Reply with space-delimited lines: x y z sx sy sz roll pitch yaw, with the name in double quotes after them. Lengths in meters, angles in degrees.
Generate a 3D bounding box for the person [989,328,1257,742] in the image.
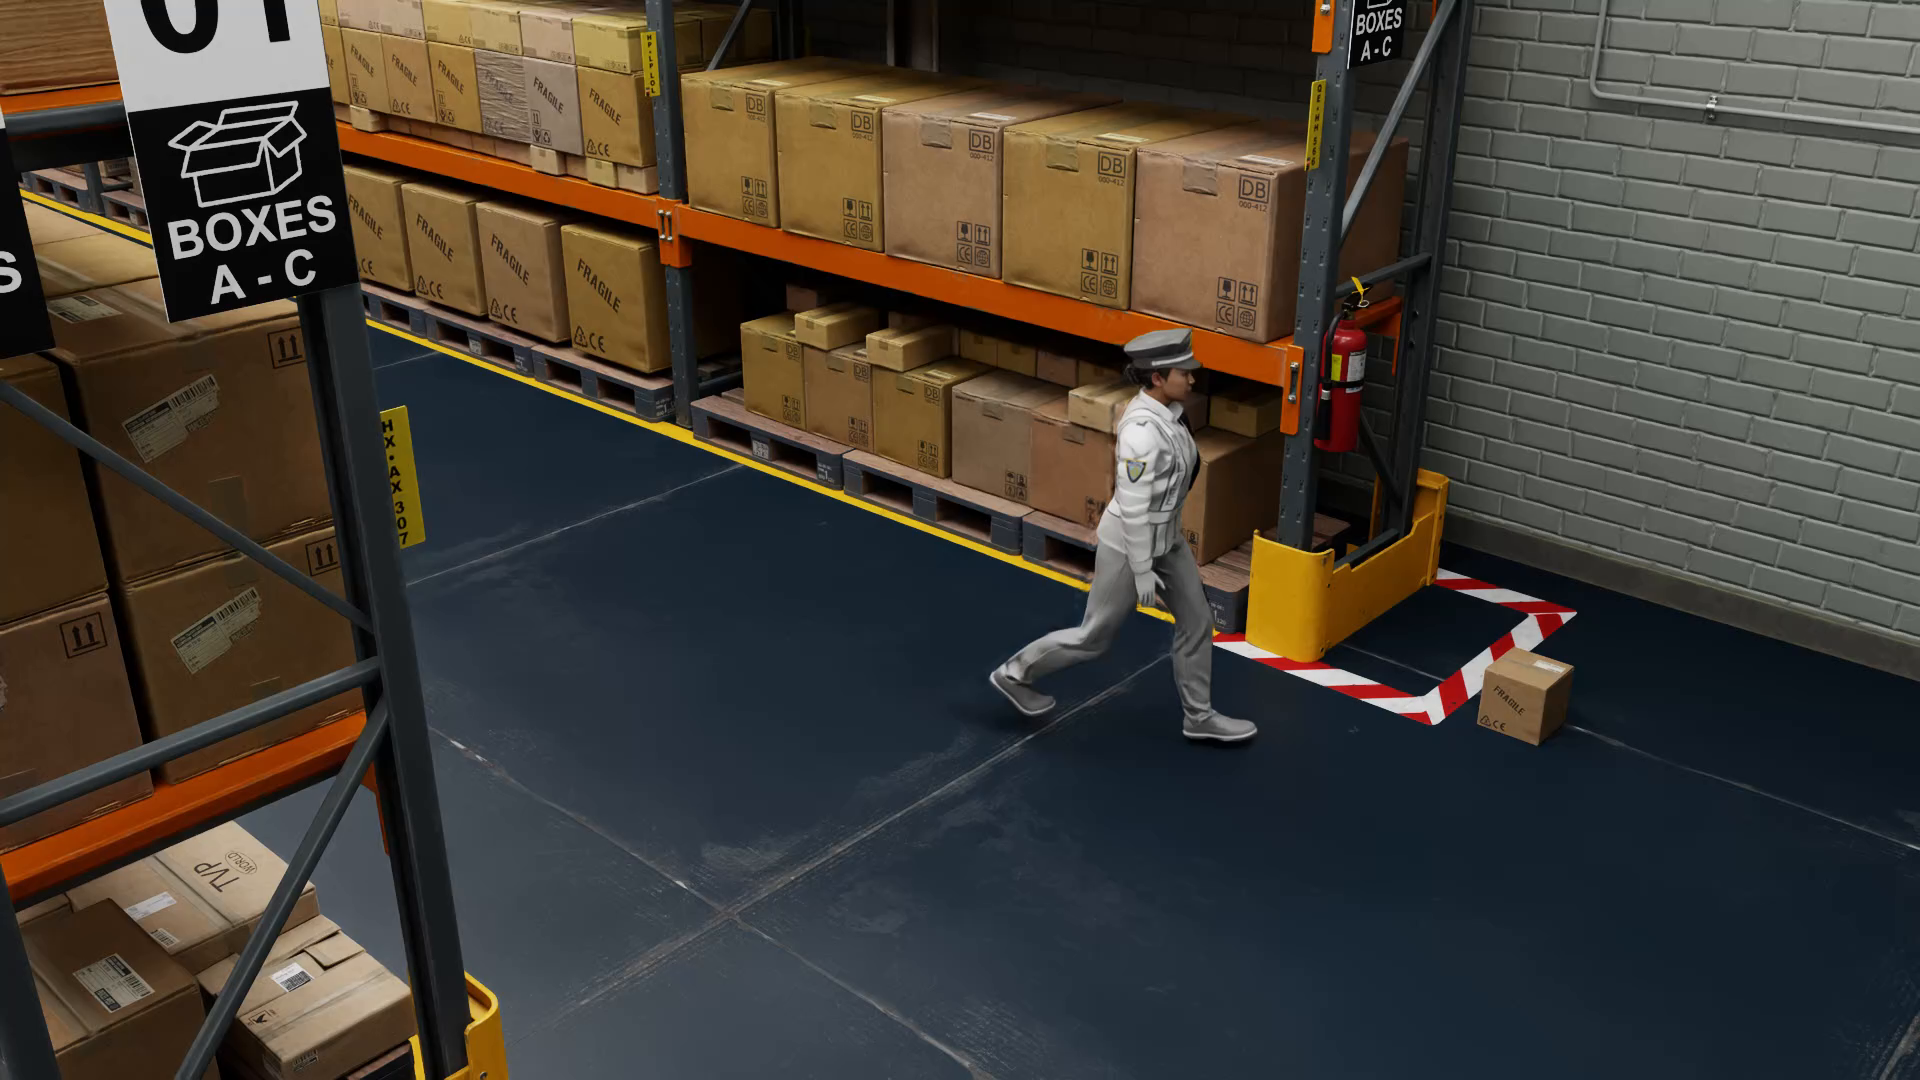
0.622 -0.001 6.109 1.022 1.628 0.487 9 26 20 "person"
